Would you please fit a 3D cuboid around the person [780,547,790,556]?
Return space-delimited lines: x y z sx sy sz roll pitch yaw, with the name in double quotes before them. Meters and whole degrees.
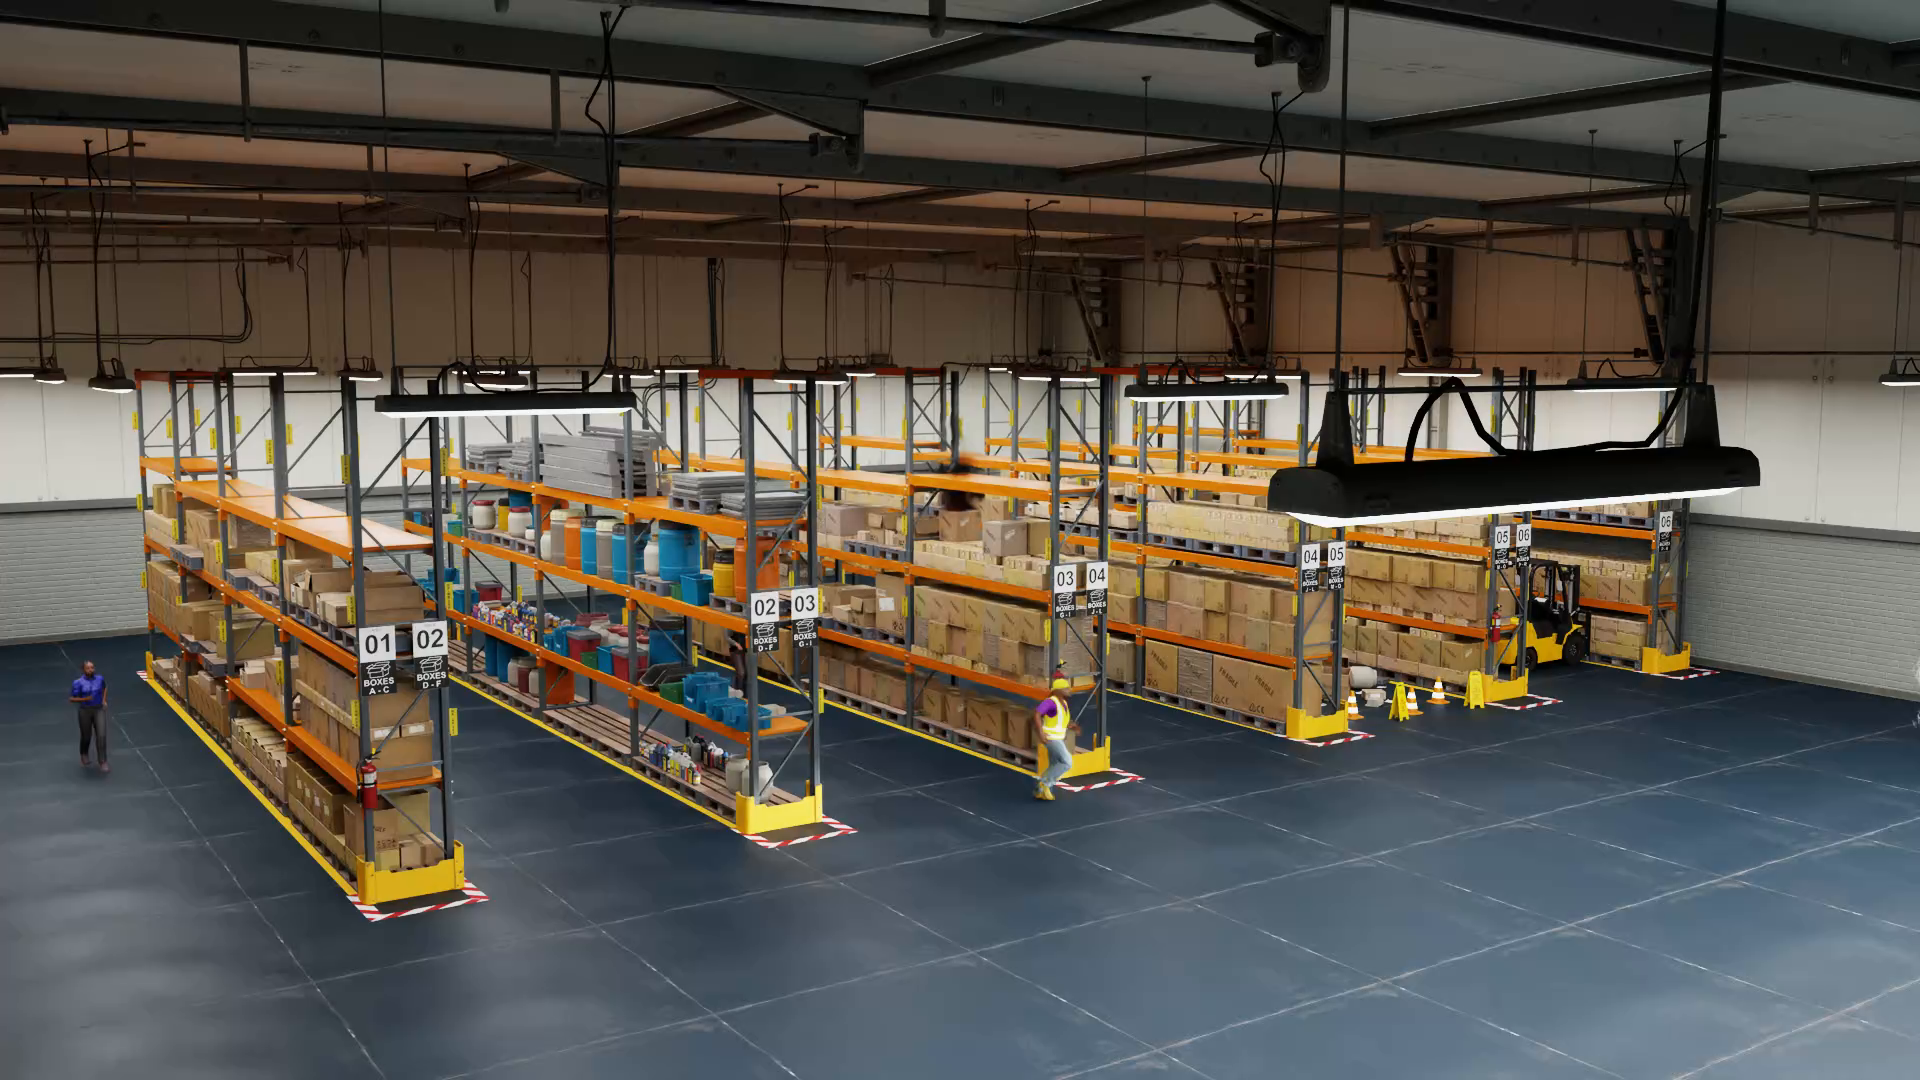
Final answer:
"person" -4.313 0.942 40.195 0.693 1.718 0.528 1 6 7

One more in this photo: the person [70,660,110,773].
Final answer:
"person" -13.134 2.648 25.151 0.575 1.644 0.909 -6 9 -41

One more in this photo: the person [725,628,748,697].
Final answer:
"person" -3.968 2.060 30.406 0.635 1.676 0.564 -4 8 -33

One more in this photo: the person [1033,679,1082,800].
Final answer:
"person" 1.398 2.822 23.664 0.656 1.699 0.704 2 7 16
